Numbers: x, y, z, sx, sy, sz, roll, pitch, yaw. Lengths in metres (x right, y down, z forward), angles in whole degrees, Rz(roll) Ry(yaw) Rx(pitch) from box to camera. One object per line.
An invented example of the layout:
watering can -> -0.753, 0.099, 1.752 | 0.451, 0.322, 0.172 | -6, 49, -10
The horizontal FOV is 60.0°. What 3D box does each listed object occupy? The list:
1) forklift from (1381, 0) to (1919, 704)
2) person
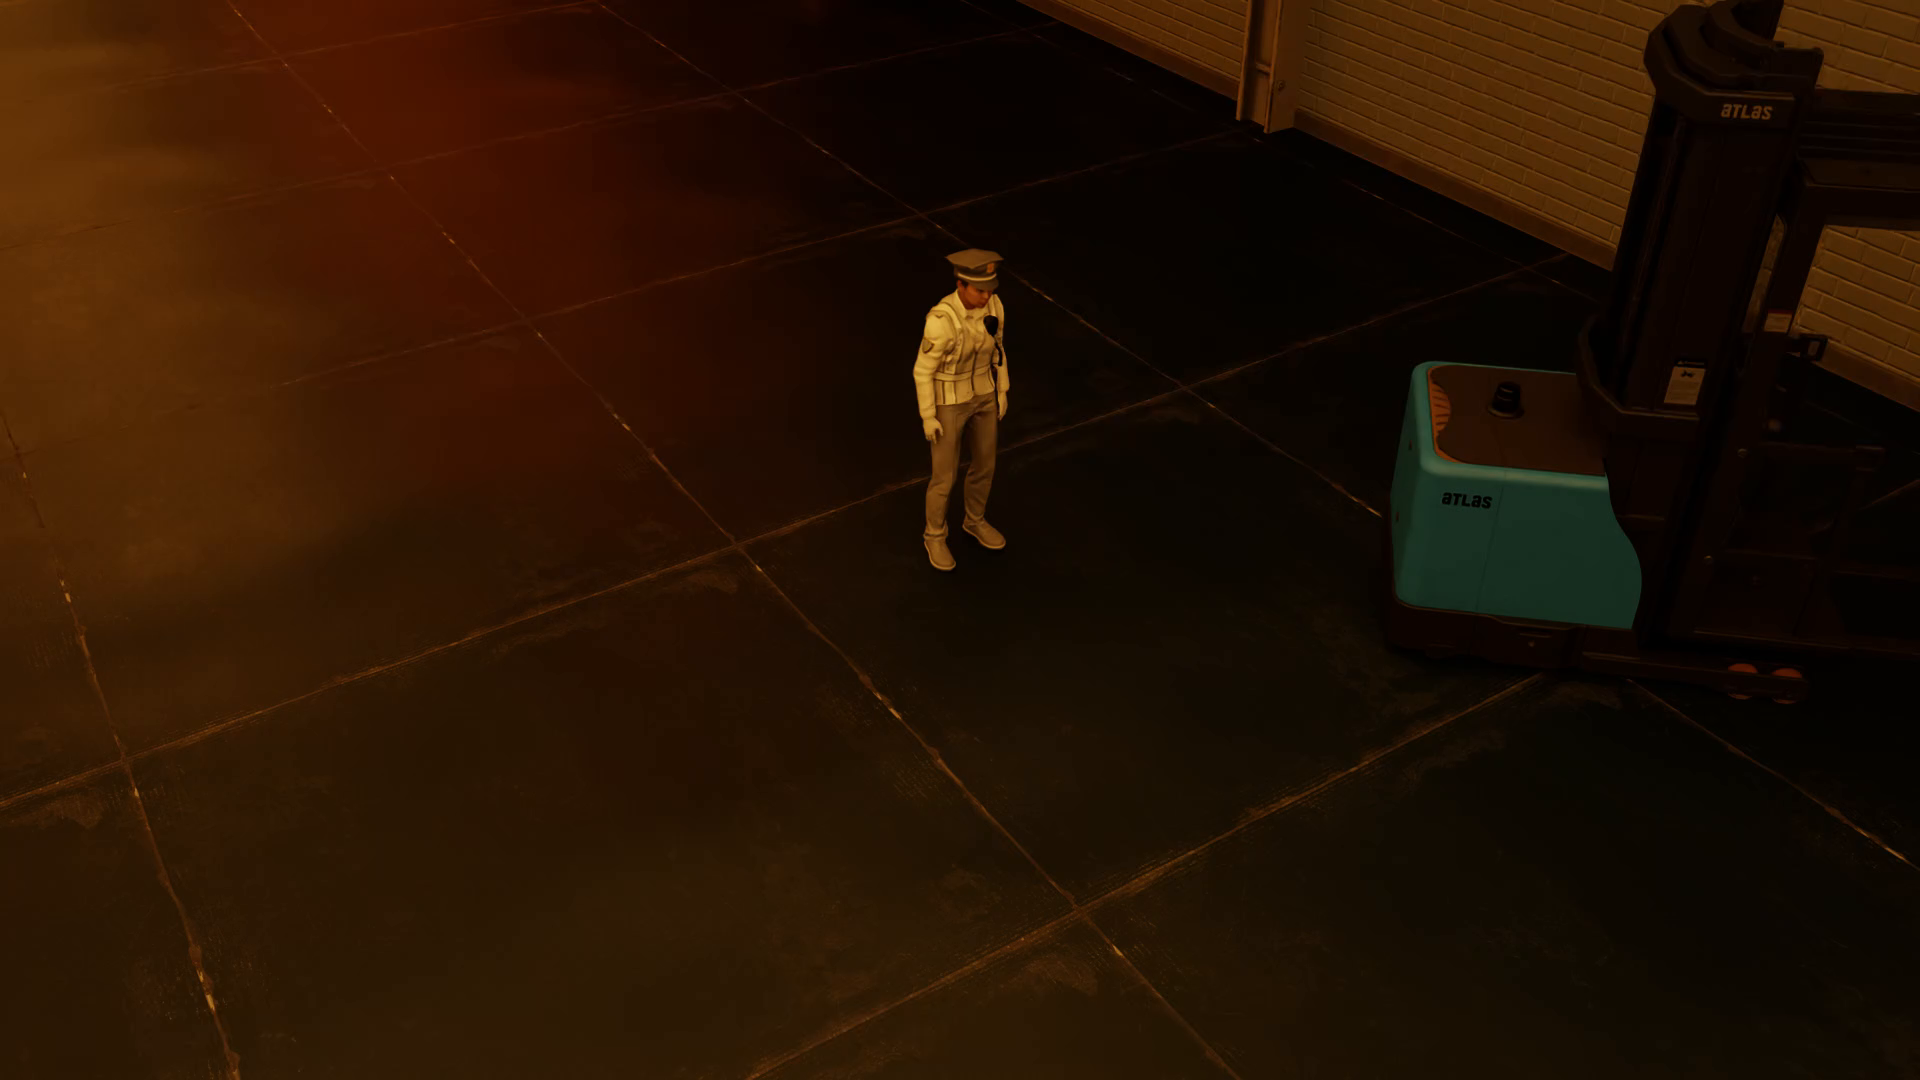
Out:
forklift -> 3.596, -0.779, 7.256 | 3.031, 2.935, 1.130 | 6, 36, 8
person -> 0.025, -0.669, 8.204 | 0.529, 1.663, 0.372 | -22, 41, -28
